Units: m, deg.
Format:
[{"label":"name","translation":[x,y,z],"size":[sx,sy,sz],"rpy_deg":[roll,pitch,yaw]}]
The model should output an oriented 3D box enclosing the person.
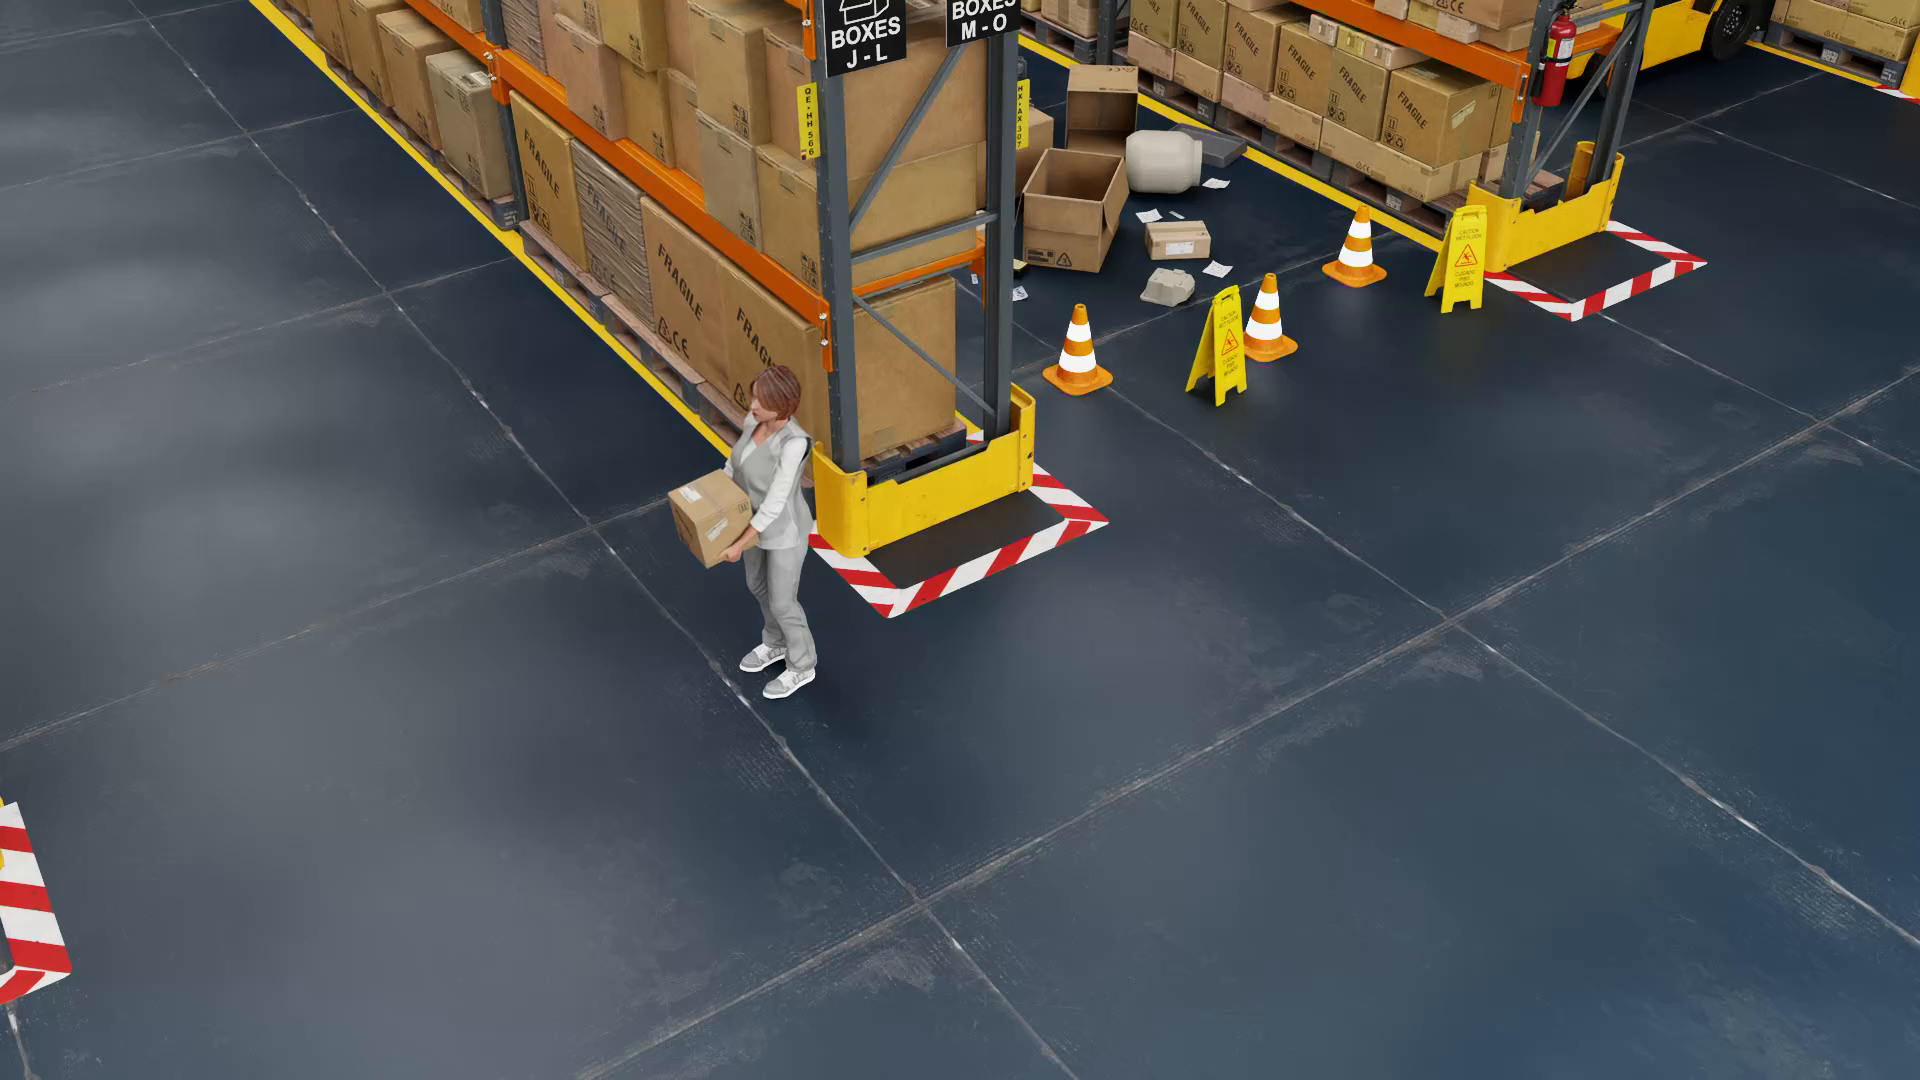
[{"label":"person","translation":[-0.863,-0.008,7.024],"size":[0.498,1.591,0.404],"rpy_deg":[-22,42,-27]}]
